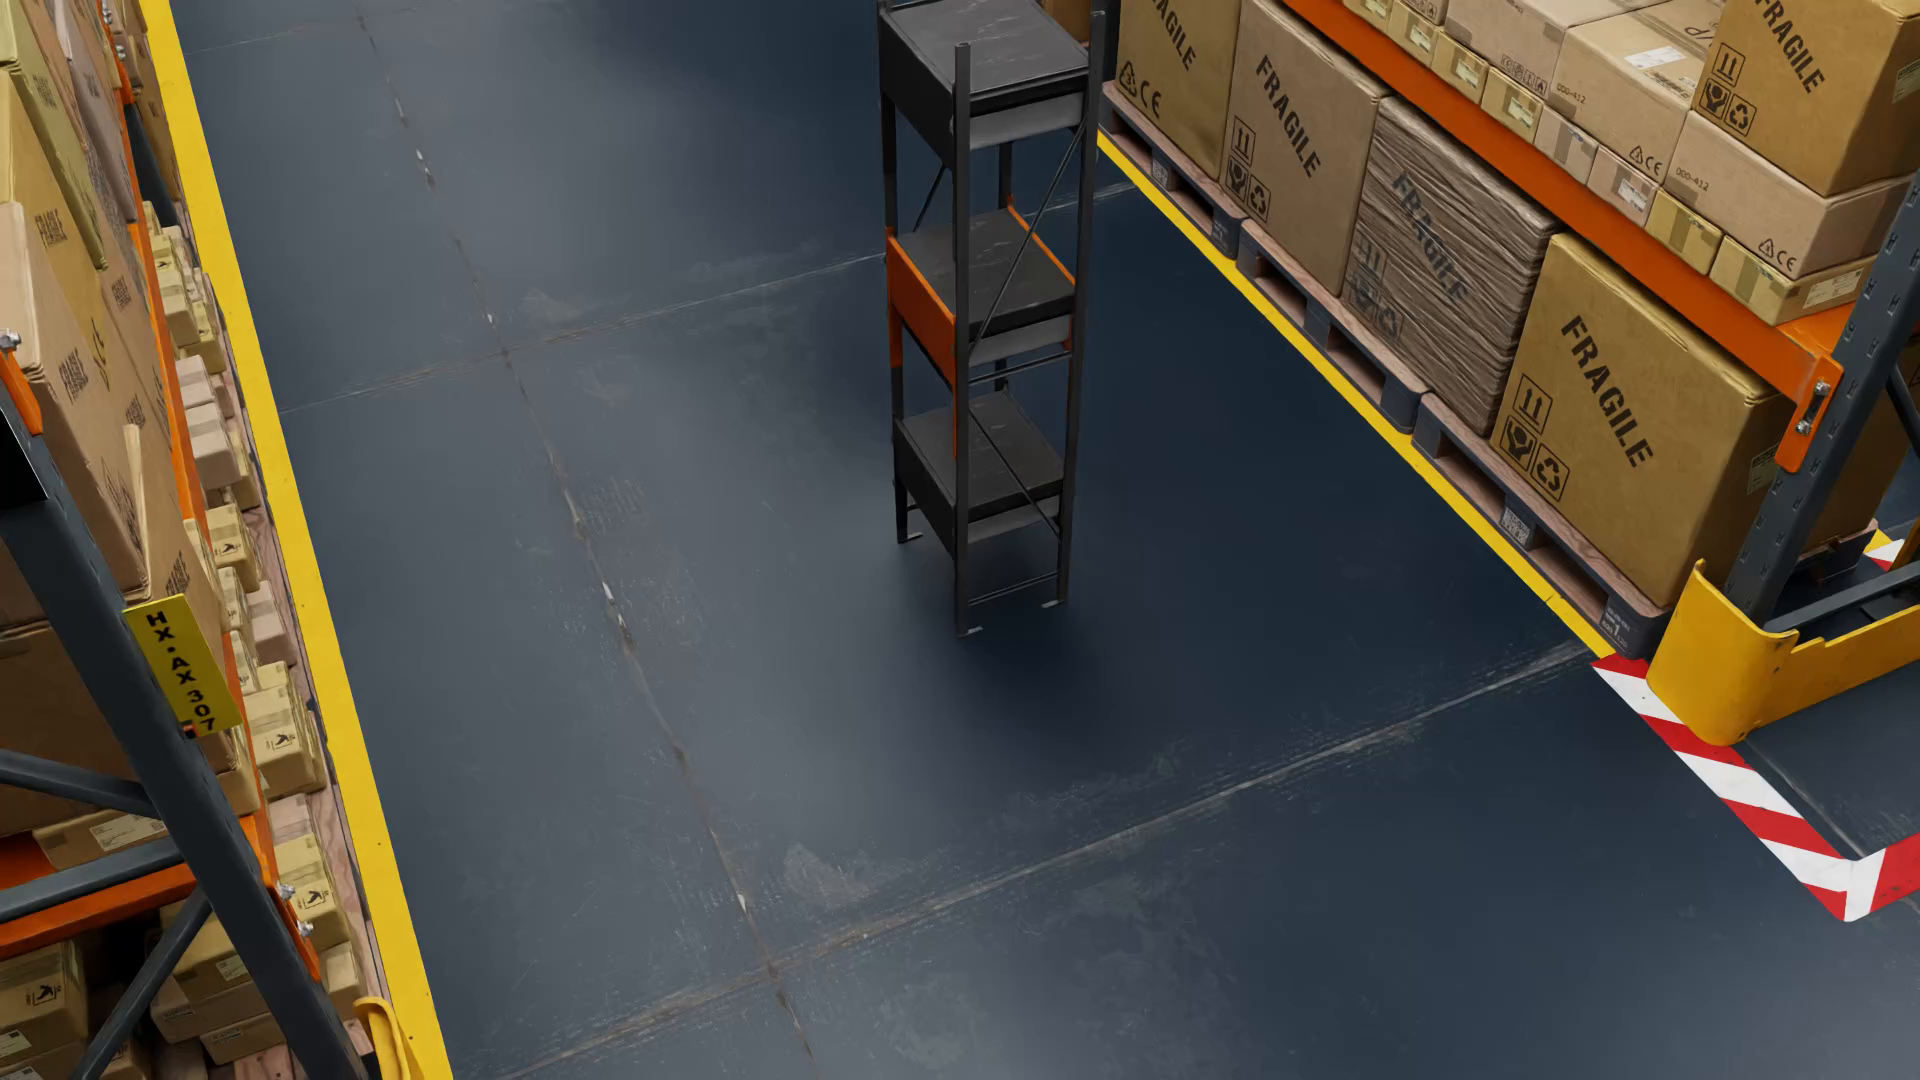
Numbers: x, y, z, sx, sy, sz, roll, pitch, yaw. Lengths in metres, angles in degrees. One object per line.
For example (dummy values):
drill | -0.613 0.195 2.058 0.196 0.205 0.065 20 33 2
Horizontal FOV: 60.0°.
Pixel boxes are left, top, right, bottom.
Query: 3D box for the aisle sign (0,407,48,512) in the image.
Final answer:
aisle sign | -1.486 -0.282 2.049 0.394 0.787 0.004 -18 47 -17

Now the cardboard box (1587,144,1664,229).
cardboard box | 2.090 -1.081 4.889 0.380 0.149 0.250 -18 47 -17

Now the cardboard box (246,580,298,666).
cardboard box | -2.241 0.310 5.031 0.380 0.149 0.250 -20 48 -19

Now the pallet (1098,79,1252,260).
pallet | 1.321 -1.763 7.387 1.003 0.211 1.213 -18 47 -17

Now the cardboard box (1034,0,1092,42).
cardboard box | 0.785 -3.059 7.928 1.225 0.875 0.875 -18 47 -17

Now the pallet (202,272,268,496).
pallet | -3.156 -0.453 6.059 1.003 0.211 1.213 -18 47 -17

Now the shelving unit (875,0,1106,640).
shelving unit | 0.070 -0.642 4.906 0.431 2.100 0.503 -18 47 -17

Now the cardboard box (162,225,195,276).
cardboard box | -3.050 -0.997 6.144 0.380 0.149 0.250 -17 47 -17

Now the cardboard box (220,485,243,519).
cardboard box | -2.513 -0.003 5.348 0.380 0.149 0.250 -17 47 -17

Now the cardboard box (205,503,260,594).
cardboard box | -2.272 0.072 4.848 0.380 0.149 0.250 -17 47 -17

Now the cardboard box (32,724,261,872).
cardboard box | -1.627 0.472 3.315 0.380 0.149 0.250 -18 48 -18

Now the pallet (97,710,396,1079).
pallet | -2.130 1.102 4.483 1.003 0.211 1.213 -18 47 -17

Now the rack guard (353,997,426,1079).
rack guard | -1.821 1.527 3.846 1.175 0.500 0.348 -18 47 -17

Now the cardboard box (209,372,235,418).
cardboard box | -2.793 -0.509 5.861 0.380 0.149 0.250 -20 48 -19

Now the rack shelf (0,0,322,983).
rack shelf | -2.630 -0.333 4.464 1.077 0.370 4.000 -18 47 -17

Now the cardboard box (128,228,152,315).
cardboard box | -2.415 -0.686 4.488 0.380 0.149 0.250 -17 47 -17

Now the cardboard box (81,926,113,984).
cardboard box | -2.331 1.011 4.109 0.380 0.149 0.250 -19 48 -18

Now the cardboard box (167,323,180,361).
cardboard box | -2.792 -0.564 5.493 0.380 0.149 0.250 -17 47 -16

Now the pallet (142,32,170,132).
pallet | -4.316 -2.145 7.774 1.003 0.211 1.213 -18 47 -17

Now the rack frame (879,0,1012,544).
rack frame | -0.033 -0.797 5.063 0.400 2.100 0.015 -18 47 -17

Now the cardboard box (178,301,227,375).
cardboard box | -2.796 -0.663 5.805 0.380 0.149 0.250 -20 48 -19

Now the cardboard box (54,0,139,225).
cardboard box | -2.586 -1.131 4.478 0.500 0.500 0.500 -18 47 -18

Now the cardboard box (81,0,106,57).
cardboard box | -3.011 -1.780 5.135 0.500 0.500 0.500 -18 47 -17

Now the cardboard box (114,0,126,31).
cardboard box | -3.768 -2.277 6.869 0.500 0.250 0.500 -17 47 -16

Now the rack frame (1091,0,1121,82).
rack frame | 1.072 -3.264 6.922 1.000 3.000 0.127 -18 47 -17

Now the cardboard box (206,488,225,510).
cardboard box | -2.560 -0.141 5.276 0.380 0.149 0.250 -20 48 -19

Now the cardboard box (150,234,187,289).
cardboard box | -2.941 -0.909 5.843 0.380 0.149 0.250 -17 47 -17

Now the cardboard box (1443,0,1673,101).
cardboard box | 1.883 -1.645 5.177 0.500 0.250 0.500 -20 48 -19

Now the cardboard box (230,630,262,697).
cardboard box | -2.095 0.433 4.483 0.380 0.149 0.250 -20 48 -19

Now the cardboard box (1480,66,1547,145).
cardboard box | 1.875 -1.405 5.217 0.380 0.149 0.250 -19 48 -18

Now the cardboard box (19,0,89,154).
cardboard box | -2.370 -1.158 3.793 0.500 0.500 0.500 -19 48 -19

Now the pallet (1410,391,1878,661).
pallet | 2.347 -0.208 5.811 1.003 0.211 1.213 -18 47 -17

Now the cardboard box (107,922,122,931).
cardboard box | -2.432 0.949 4.383 0.380 0.149 0.250 -18 47 -18

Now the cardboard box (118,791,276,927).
cardboard box | -1.926 0.765 4.146 0.380 0.149 0.250 -17 47 -17

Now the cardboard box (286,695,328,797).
cardboard box | -2.022 0.628 4.708 0.380 0.149 0.250 -17 47 -17

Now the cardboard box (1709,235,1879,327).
cardboard box | 2.306 -0.755 4.558 0.380 0.149 0.250 -17 47 -17

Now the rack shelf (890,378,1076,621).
rack shelf | 0.070 -0.134 5.407 0.431 0.518 0.480 -18 47 -17

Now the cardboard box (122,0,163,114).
cardboard box | -3.765 -2.009 7.131 0.500 0.500 0.500 -16 47 -16

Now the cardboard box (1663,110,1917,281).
cardboard box | 2.310 -0.998 4.520 0.500 0.250 0.500 -19 48 -18

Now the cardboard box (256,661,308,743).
cardboard box | -2.033 0.519 4.607 0.380 0.149 0.250 -17 47 -16

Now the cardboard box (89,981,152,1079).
cardboard box | -2.199 1.277 4.051 0.380 0.149 0.250 -17 47 -17

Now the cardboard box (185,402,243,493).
cardboard box | -2.470 -0.250 5.175 0.380 0.149 0.250 -20 48 -19

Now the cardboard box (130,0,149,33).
cardboard box | -4.186 -2.666 7.797 0.500 0.500 0.500 -20 48 -19

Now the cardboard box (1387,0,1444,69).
cardboard box | 1.663 -1.729 5.546 0.380 0.149 0.250 -17 47 -17

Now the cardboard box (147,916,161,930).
cardboard box | -1.903 0.980 4.352 0.380 0.149 0.250 -18 47 -18

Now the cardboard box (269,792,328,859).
cardboard box | -1.840 0.844 4.278 0.380 0.149 0.250 -18 47 -18

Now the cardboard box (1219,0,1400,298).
cardboard box | 1.656 -1.639 6.489 0.875 0.875 0.875 -18 47 -17

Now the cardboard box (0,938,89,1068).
cardboard box | -2.241 1.077 3.830 0.380 0.149 0.250 -18 47 -17

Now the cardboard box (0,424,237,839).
cardboard box | -1.727 0.177 3.152 0.500 0.500 0.500 -16 47 -16

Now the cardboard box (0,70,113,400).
cardboard box | -1.955 -0.496 3.122 0.500 0.500 0.500 -17 47 -16

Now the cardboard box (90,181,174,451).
cardboard box | -2.169 -0.473 3.811 0.500 0.500 0.500 -17 47 -17

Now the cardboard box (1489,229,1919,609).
cardboard box | 2.412 -0.492 5.327 0.875 0.875 0.875 -18 47 -17

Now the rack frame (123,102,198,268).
rack frame | -3.471 -1.863 5.503 1.000 3.000 0.127 -18 47 -17

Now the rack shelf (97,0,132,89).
rack shelf | -4.311 -2.882 7.047 1.077 0.370 4.000 -18 47 -17
